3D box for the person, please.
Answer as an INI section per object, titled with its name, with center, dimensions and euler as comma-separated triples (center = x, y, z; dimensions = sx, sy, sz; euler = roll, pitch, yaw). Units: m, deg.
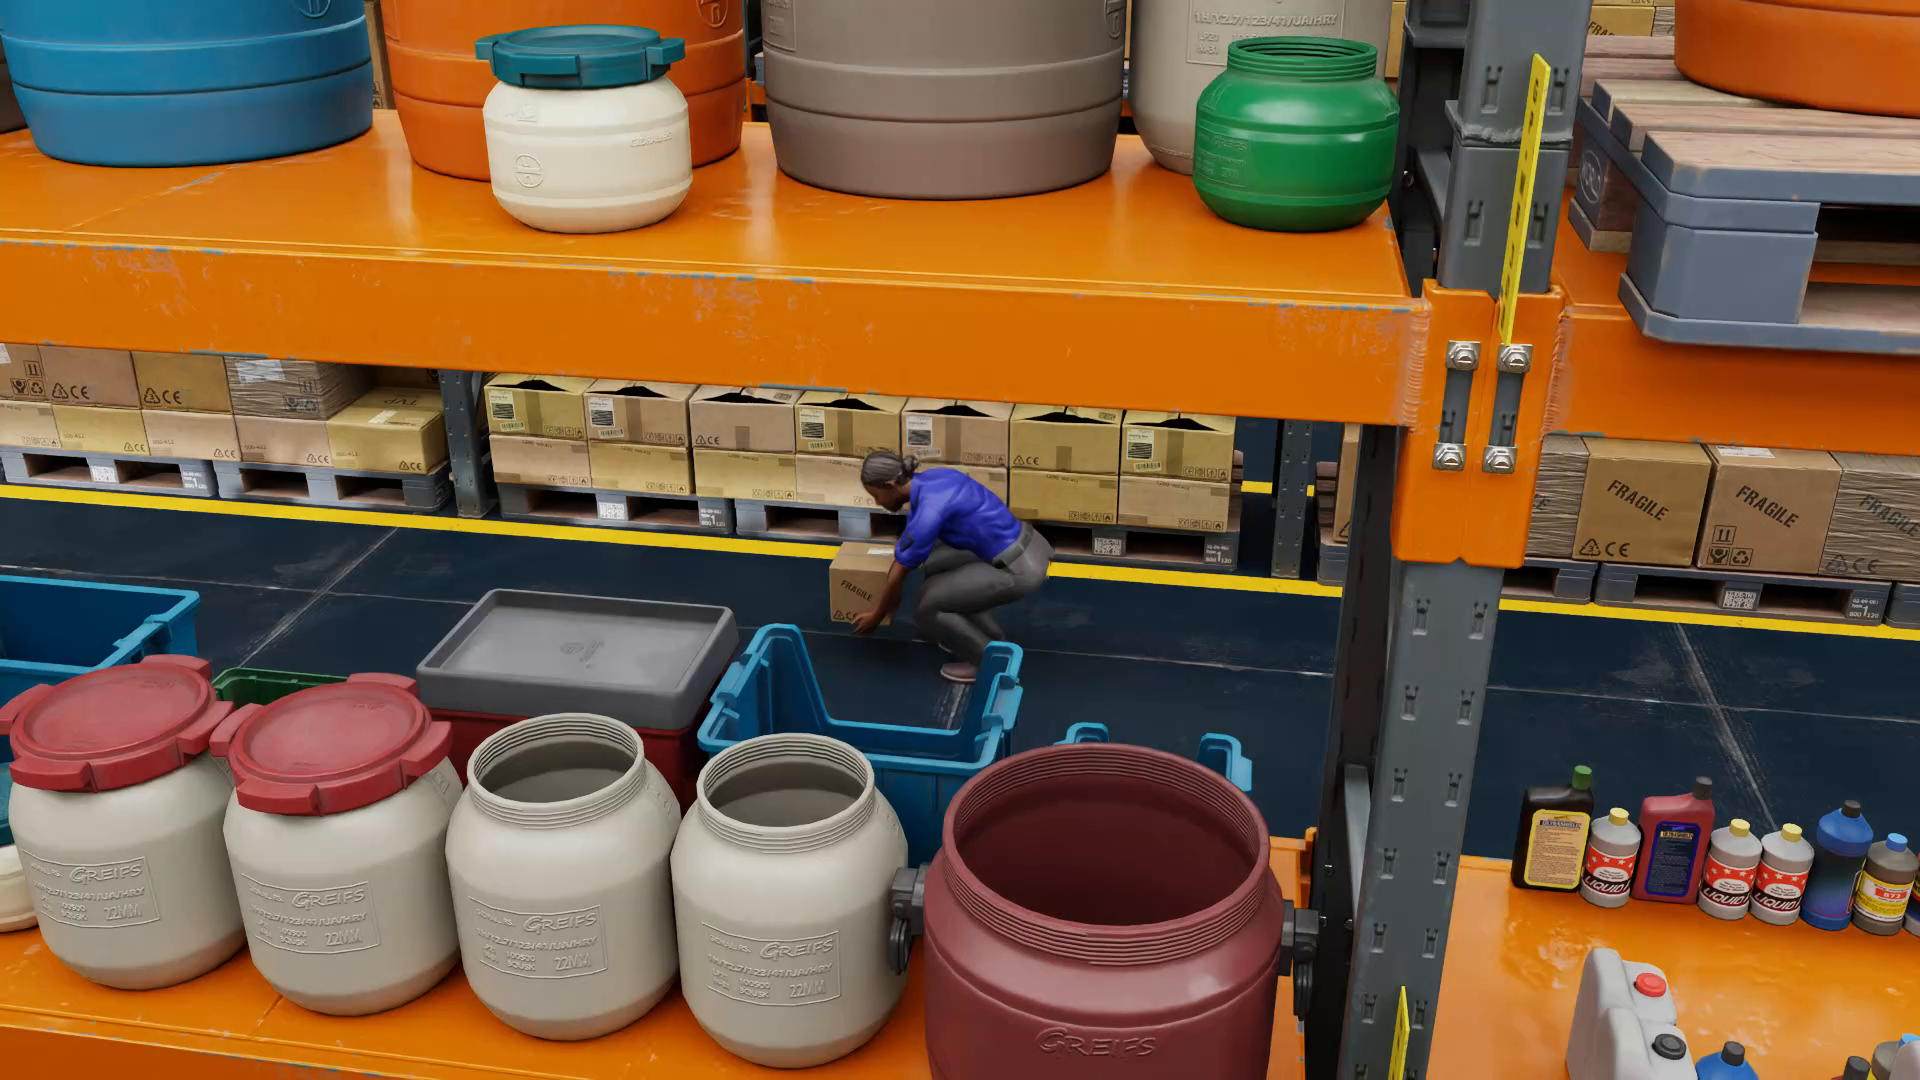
[person]
center = -0.037, 0.088, 6.761
dimensions = 0.808, 0.958, 0.475
euler = 4, 25, 9
